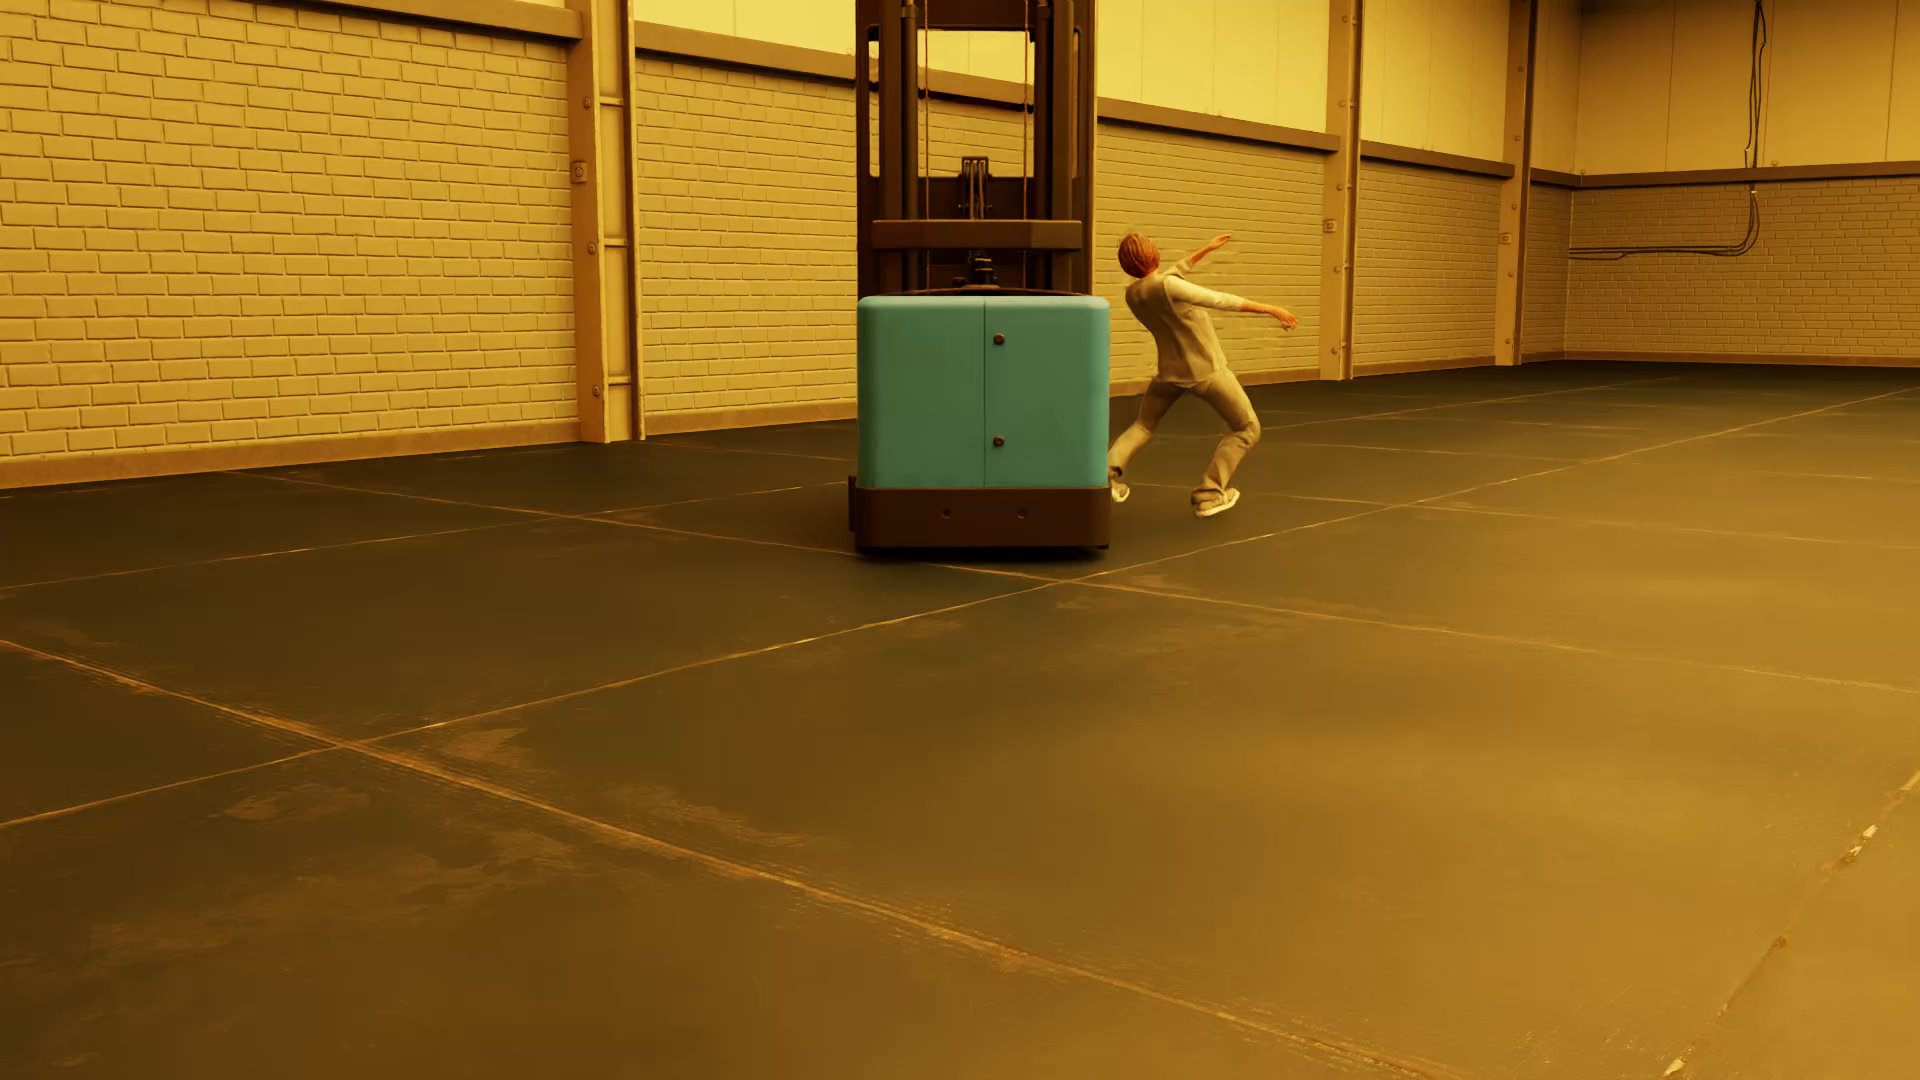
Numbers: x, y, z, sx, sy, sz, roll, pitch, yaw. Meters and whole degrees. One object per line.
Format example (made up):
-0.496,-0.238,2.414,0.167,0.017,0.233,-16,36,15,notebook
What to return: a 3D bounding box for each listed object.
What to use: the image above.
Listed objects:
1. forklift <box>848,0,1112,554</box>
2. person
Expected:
0.054,-1.570,8.009,1.130,2.935,3.031,0,8,-2,forklift
1.172,-0.800,8.105,0.917,1.376,0.671,7,11,40,person
